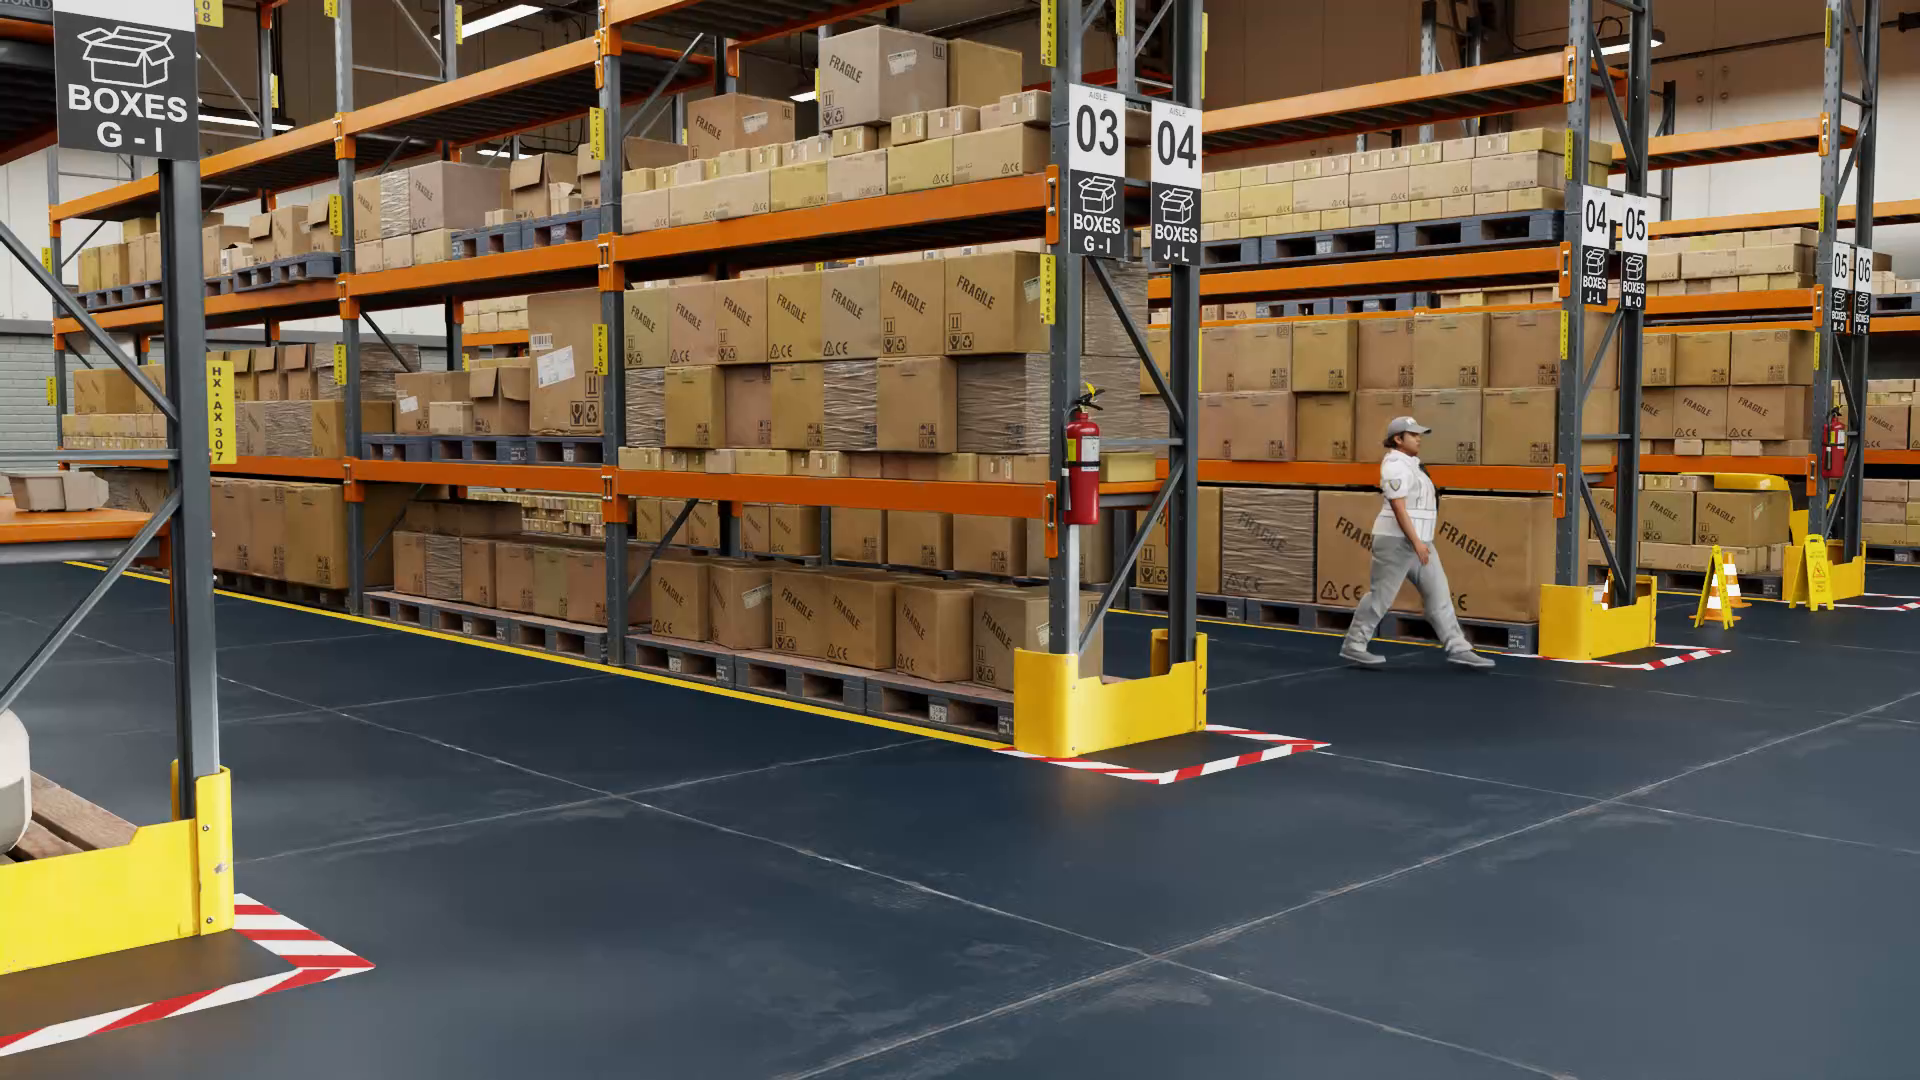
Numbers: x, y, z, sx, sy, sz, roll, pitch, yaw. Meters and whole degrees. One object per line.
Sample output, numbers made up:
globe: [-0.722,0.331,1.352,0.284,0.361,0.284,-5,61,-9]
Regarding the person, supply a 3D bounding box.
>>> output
person: [2.947,0.011,10.728,0.940,1.617,0.511,2,5,31]
